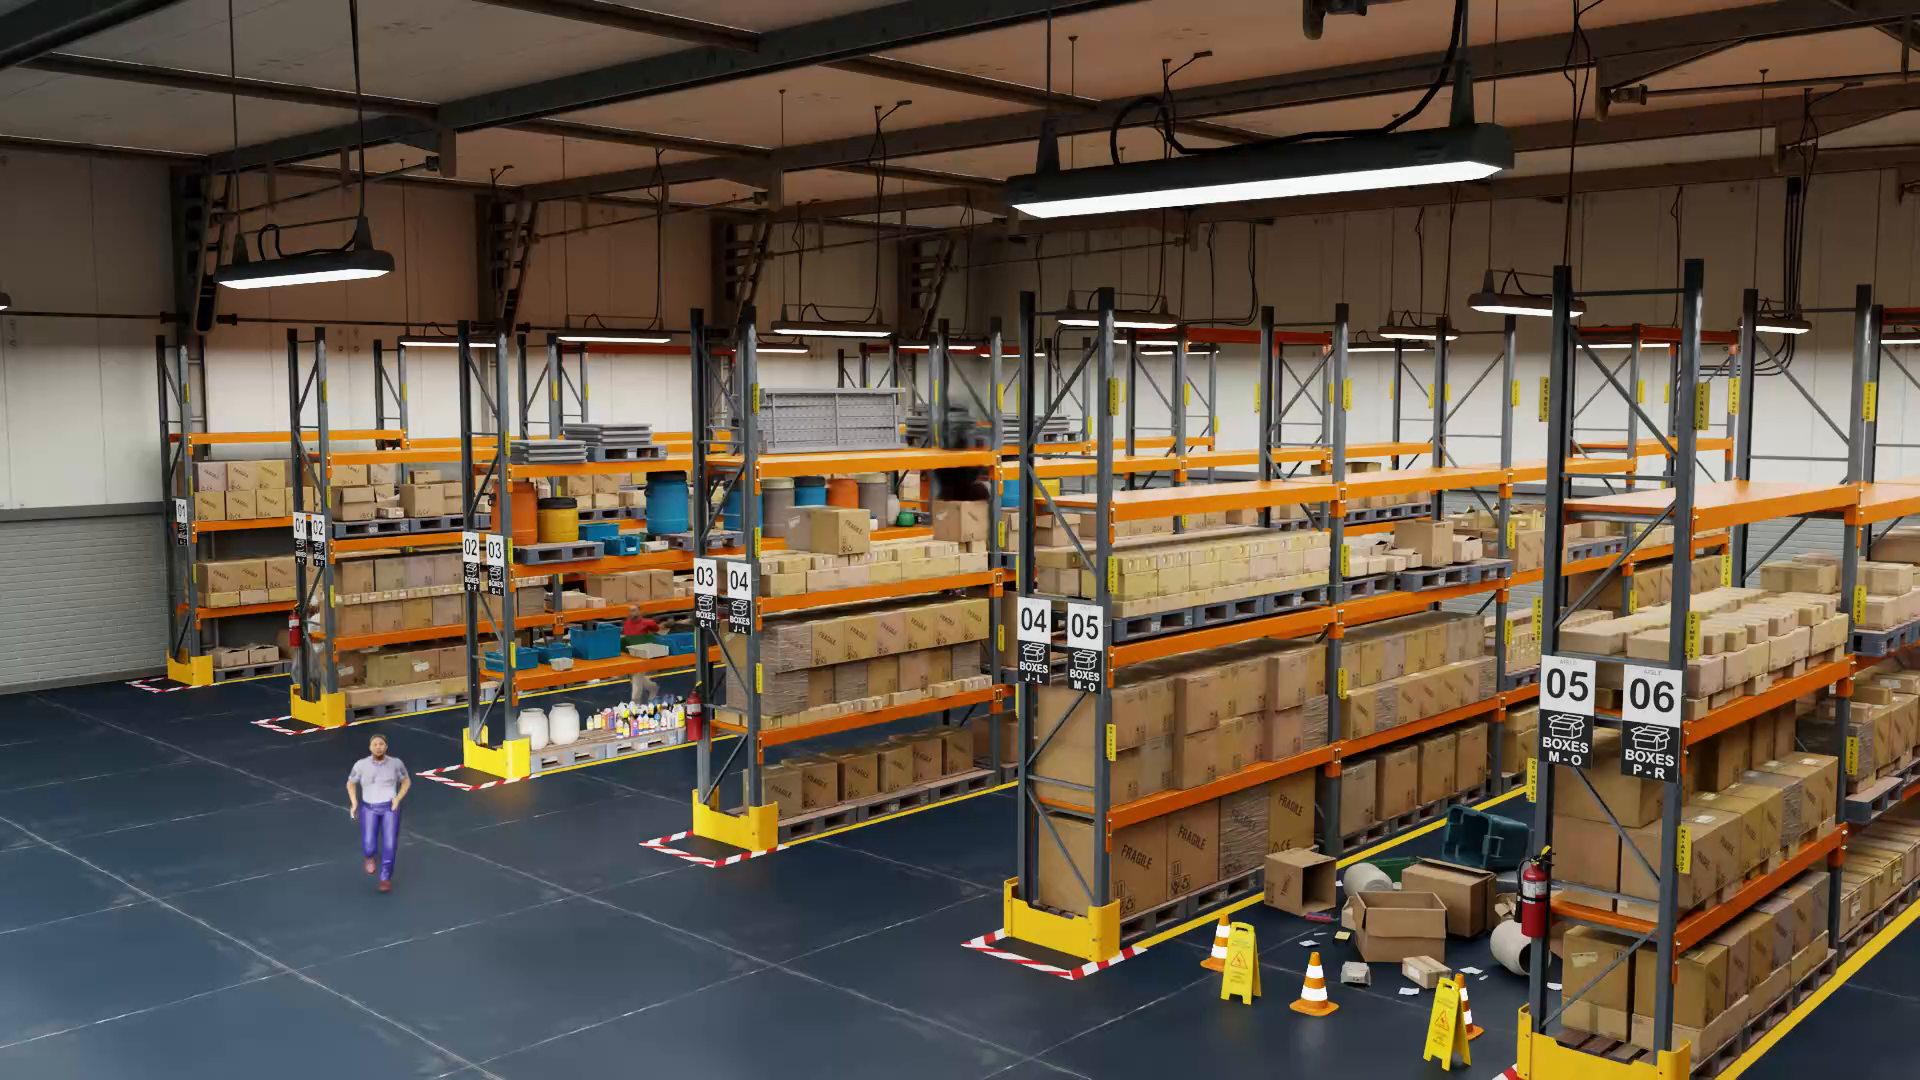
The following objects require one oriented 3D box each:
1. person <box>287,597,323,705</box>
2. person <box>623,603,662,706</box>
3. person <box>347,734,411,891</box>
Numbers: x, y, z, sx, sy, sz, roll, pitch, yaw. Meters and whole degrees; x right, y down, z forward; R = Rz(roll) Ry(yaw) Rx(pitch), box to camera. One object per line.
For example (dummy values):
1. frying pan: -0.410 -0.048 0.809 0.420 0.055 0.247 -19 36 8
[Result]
1. person: -10.494 1.794 26.990 0.744 1.767 0.802 4 7 38
2. person: -5.035 1.843 26.299 0.647 1.719 0.950 3 6 30
3. person: -5.934 2.777 17.019 0.621 1.596 0.554 -2 6 -21
